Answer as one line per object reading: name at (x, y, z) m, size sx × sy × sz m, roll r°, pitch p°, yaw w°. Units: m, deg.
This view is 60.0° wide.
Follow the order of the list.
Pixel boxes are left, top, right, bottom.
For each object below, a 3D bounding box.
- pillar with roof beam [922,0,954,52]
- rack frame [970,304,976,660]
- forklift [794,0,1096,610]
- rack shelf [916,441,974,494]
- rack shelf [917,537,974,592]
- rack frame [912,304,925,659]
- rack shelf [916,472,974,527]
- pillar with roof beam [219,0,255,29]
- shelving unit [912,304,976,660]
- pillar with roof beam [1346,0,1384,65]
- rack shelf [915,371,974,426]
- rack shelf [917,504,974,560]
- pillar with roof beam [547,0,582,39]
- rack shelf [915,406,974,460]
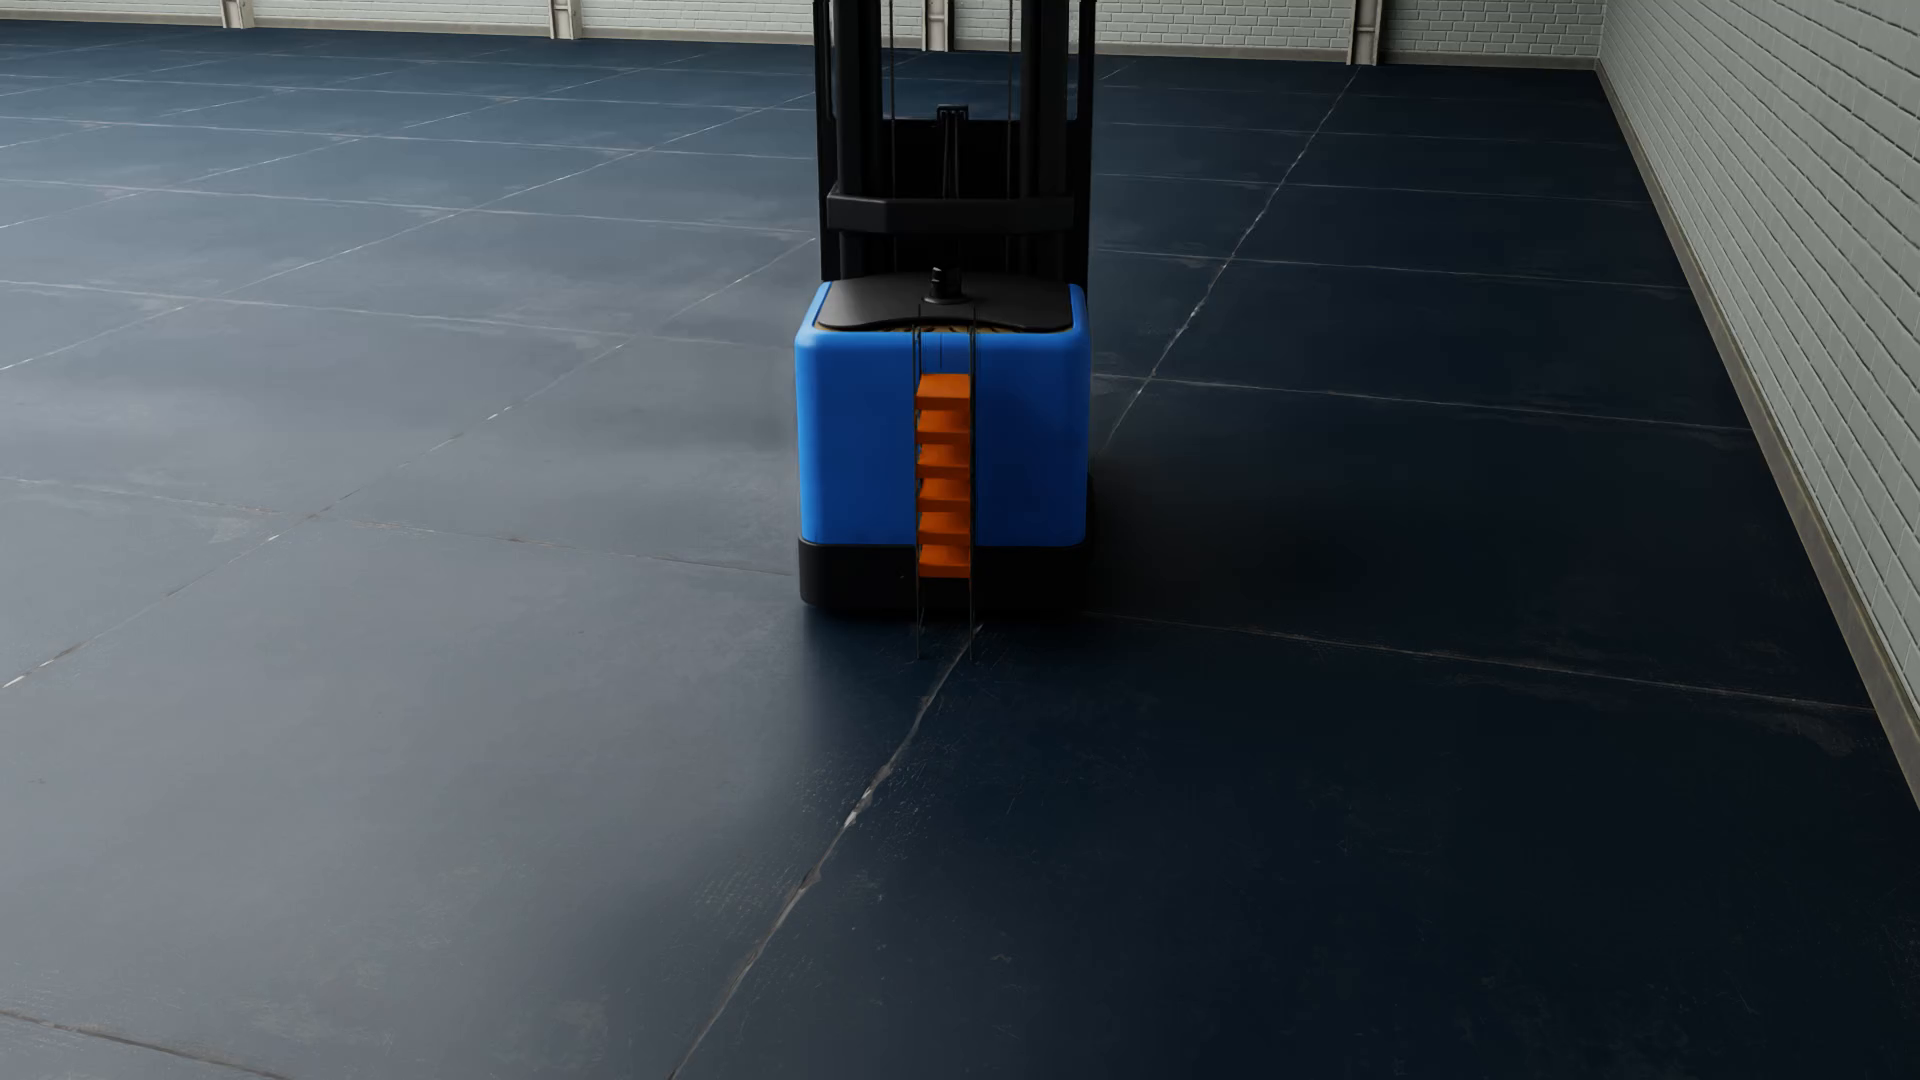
pillar with roof beam at (-1.559, -9.683, 18.520) m, size 0.400 × 9.000 × 9.100 m, roll 7°, pitch 23°, yaw 16°
rack frame at (0.044, -0.180, 5.614) m, size 0.006 × 1.200 × 0.240 m, roll 1°, pitch 24°, yaw 4°
forklift at (-0.013, -1.617, 6.850) m, size 1.130 × 2.935 × 3.031 m, roll 1°, pitch 22°, yaw 2°
rack shelf at (-0.048, -0.251, 5.589) m, size 0.180 × 0.103 × 0.258 m, roll 1°, pitch 24°, yaw 4°
rack shelf at (-0.046, 0.078, 5.737) m, size 0.180 × 0.103 × 0.258 m, roll 1°, pitch 24°, yaw 4°
rack frame at (-0.139, -0.184, 5.625) m, size 0.006 × 1.200 × 0.240 m, roll 1°, pitch 24°, yaw 4°
rack shelf at (-0.047, -0.141, 5.638) m, size 0.180 × 0.103 × 0.258 m, roll 1°, pitch 24°, yaw 4°
pillar with roof beam at (-13.047, -10.999, 21.727) m, size 0.400 × 9.000 × 9.100 m, roll 7°, pitch 23°, yaw 16°
shelving unit at (-0.047, -0.182, 5.620) m, size 0.189 × 1.200 × 0.258 m, roll 1°, pitch 24°, yaw 4°
pillar with roof beam at (4.186, -9.026, 16.916) m, size 0.400 × 9.000 × 9.100 m, roll 7°, pitch 23°, yaw 16°
rack shelf at (-0.049, -0.469, 5.490) m, size 0.180 × 0.103 × 0.258 m, roll 1°, pitch 24°, yaw 4°
rack shelf at (-0.047, -0.032, 5.687) m, size 0.180 × 0.103 × 0.258 m, roll 1°, pitch 24°, yaw 4°
pillar with roof beam at (-7.303, -10.341, 20.123) m, size 0.400 × 9.000 × 9.100 m, roll 7°, pitch 23°, yaw 16°
rack shelf at (-0.048, -0.360, 5.539) m, size 0.180 × 0.103 × 0.258 m, roll 1°, pitch 24°, yaw 4°
